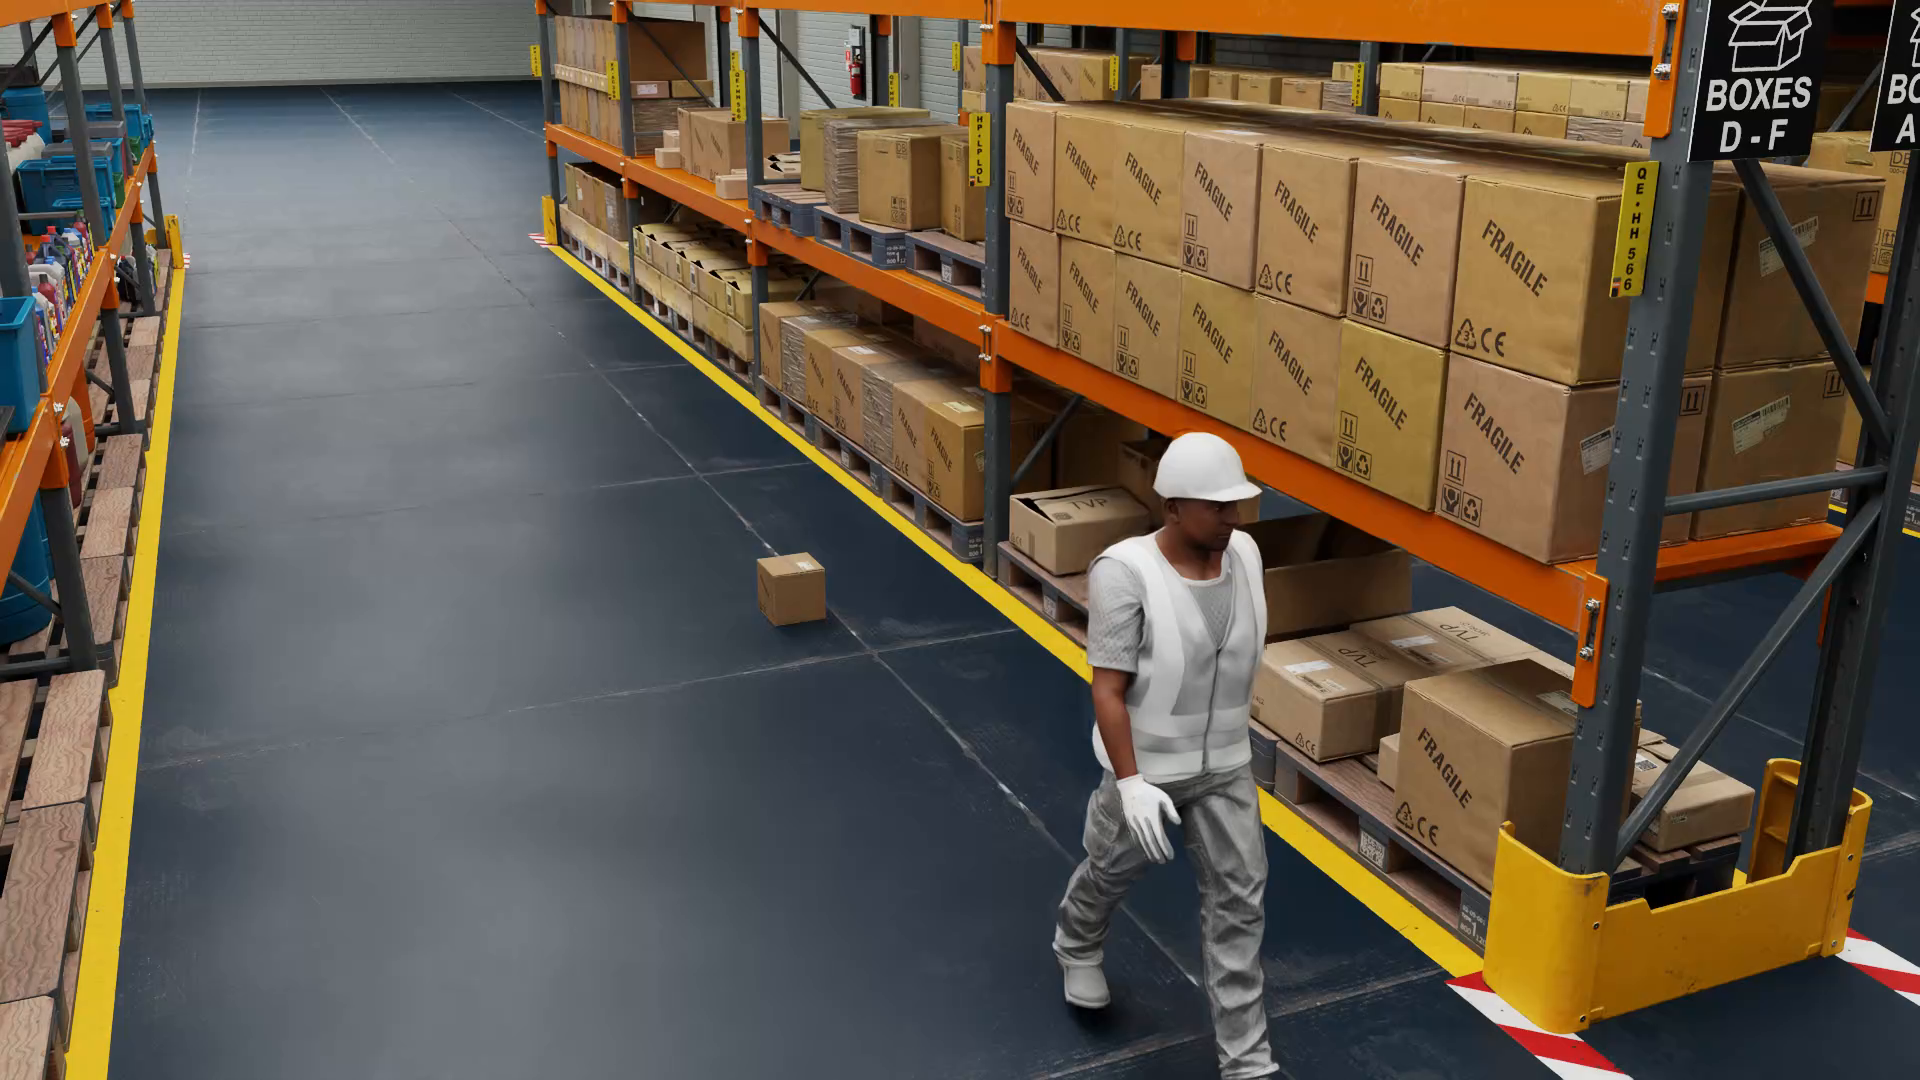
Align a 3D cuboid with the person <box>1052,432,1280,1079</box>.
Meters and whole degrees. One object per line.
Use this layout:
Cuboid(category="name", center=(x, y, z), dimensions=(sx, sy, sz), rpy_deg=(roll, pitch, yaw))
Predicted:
Cuboid(category="person", center=(0.586, 0.583, 4.279), dimensions=(0.564, 1.744, 0.980), rpy_deg=(-8, 20, -23))
